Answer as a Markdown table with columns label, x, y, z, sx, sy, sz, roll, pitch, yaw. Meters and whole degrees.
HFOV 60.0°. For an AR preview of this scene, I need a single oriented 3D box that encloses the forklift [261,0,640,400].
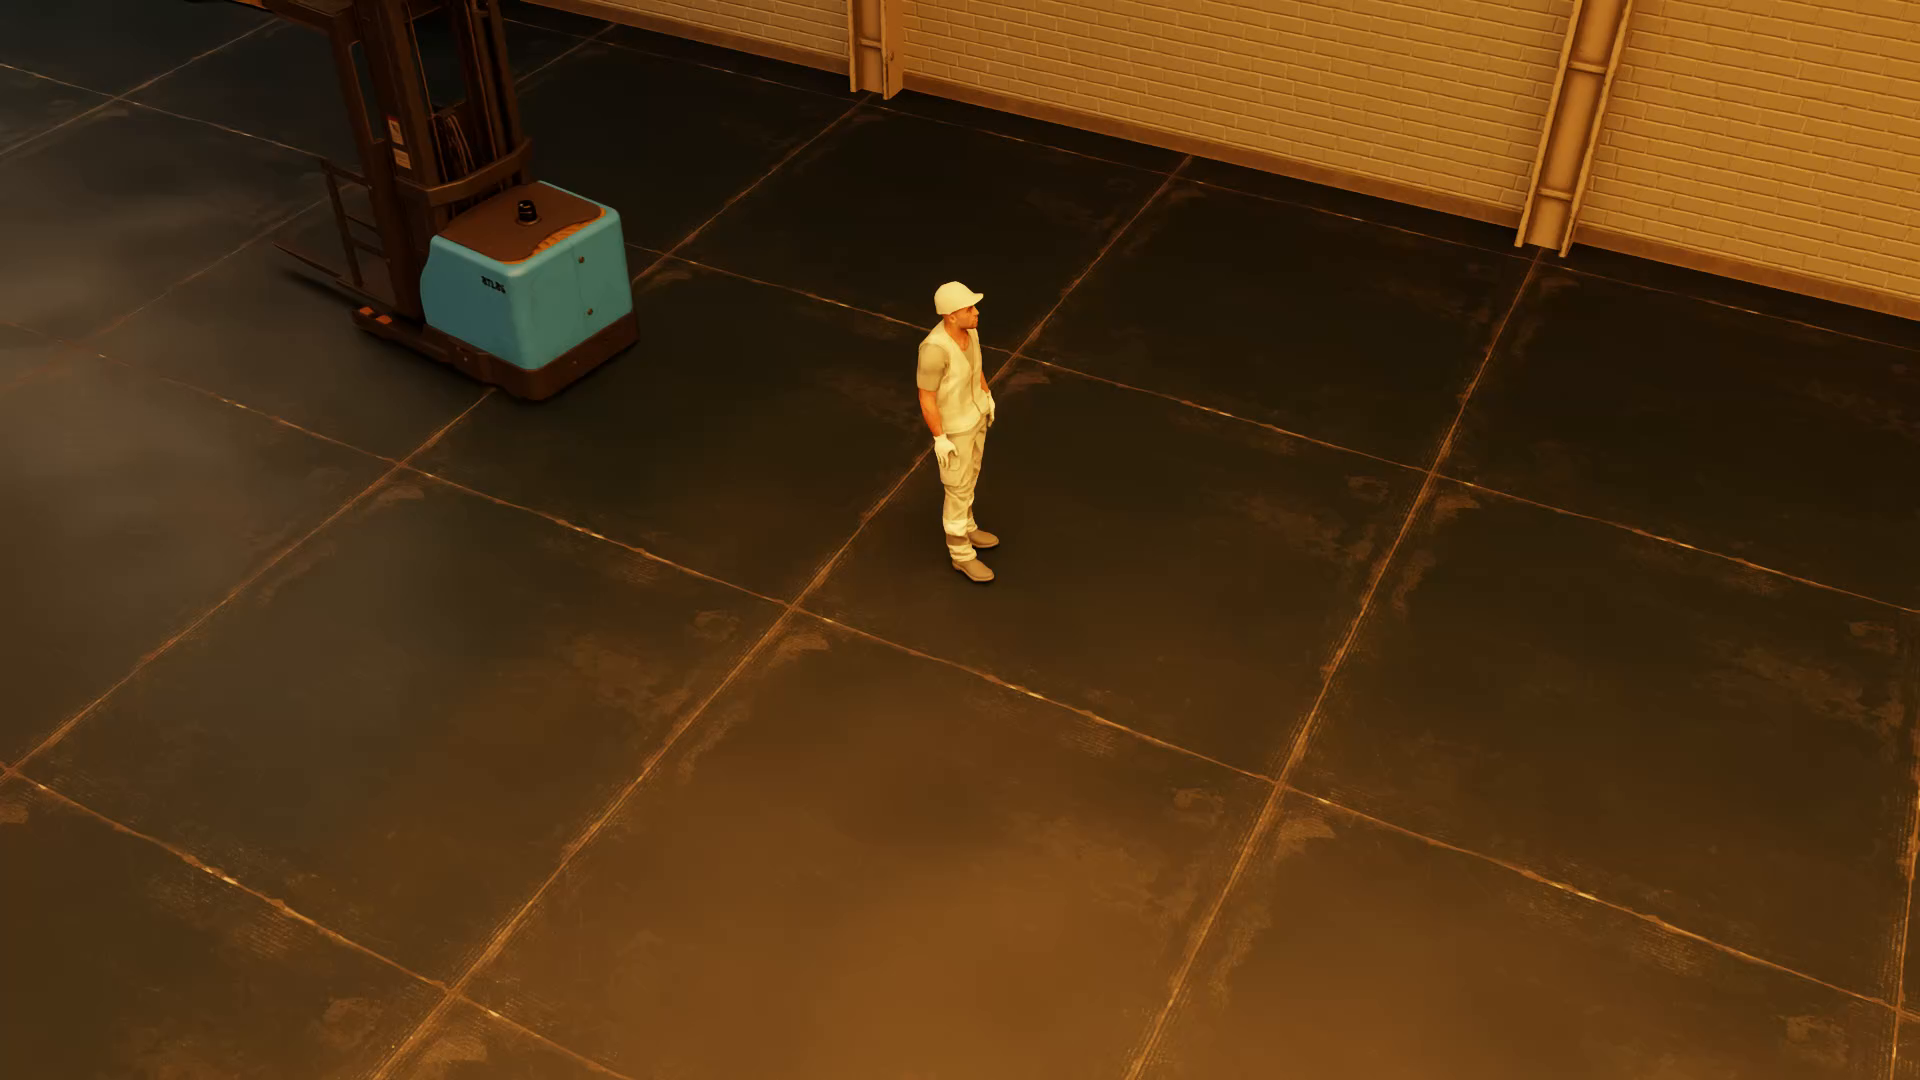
| label | x | y | z | sx | sy | sz | roll | pitch | yaw |
| --- | --- | --- | --- | --- | --- | --- | --- | --- | --- |
| forklift | -3.784 | -2.824 | 11.339 | 3.031 | 2.935 | 1.130 | 24 | 46 | 26 |

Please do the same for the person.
| label | x | y | z | sx | sy | sz | roll | pitch | yaw |
| --- | --- | --- | --- | --- | --- | --- | --- | --- | --- |
| person | 0.065 | -0.659 | 9.644 | 0.564 | 1.787 | 0.637 | 18 | 43 | 21 |
